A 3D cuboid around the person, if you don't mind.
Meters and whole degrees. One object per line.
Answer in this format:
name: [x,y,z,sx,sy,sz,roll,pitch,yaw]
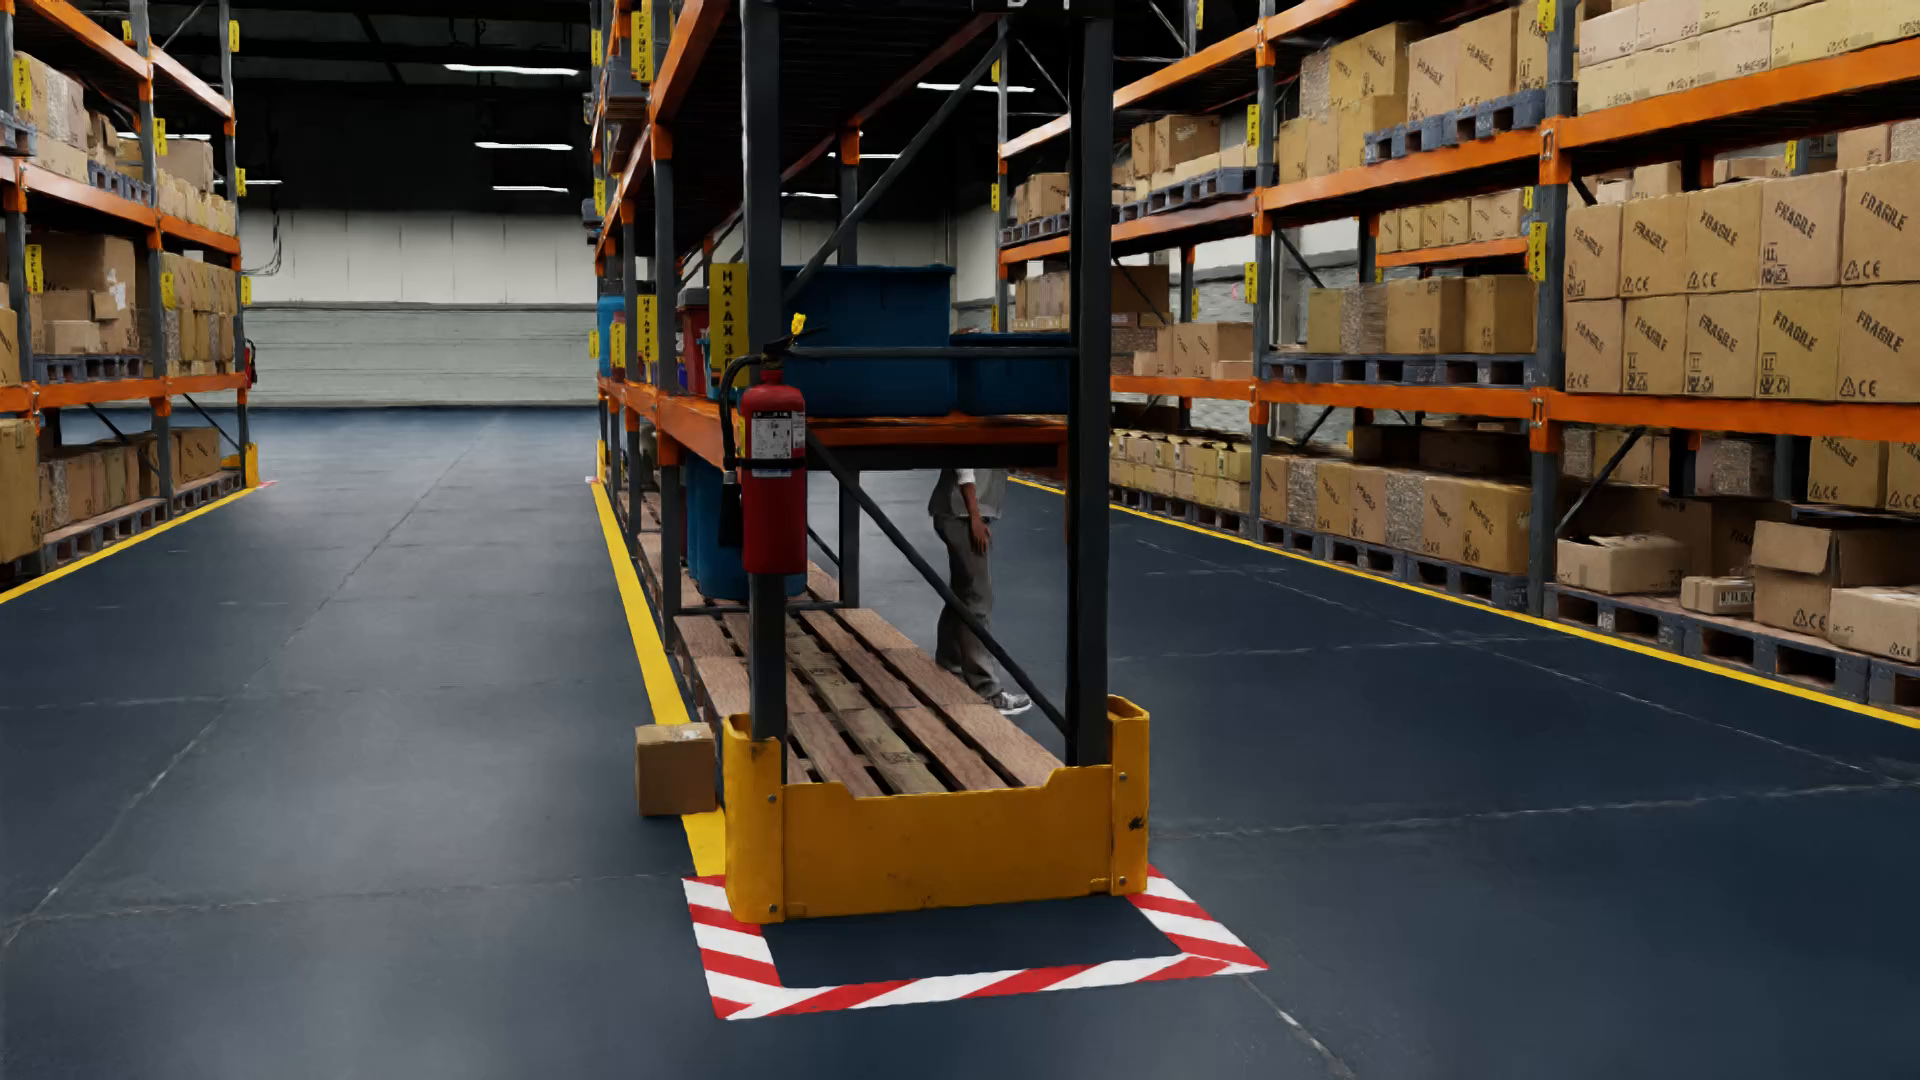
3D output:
person: [0.082,-0.076,6.864,0.455,1.600,0.450,2,7,14]
